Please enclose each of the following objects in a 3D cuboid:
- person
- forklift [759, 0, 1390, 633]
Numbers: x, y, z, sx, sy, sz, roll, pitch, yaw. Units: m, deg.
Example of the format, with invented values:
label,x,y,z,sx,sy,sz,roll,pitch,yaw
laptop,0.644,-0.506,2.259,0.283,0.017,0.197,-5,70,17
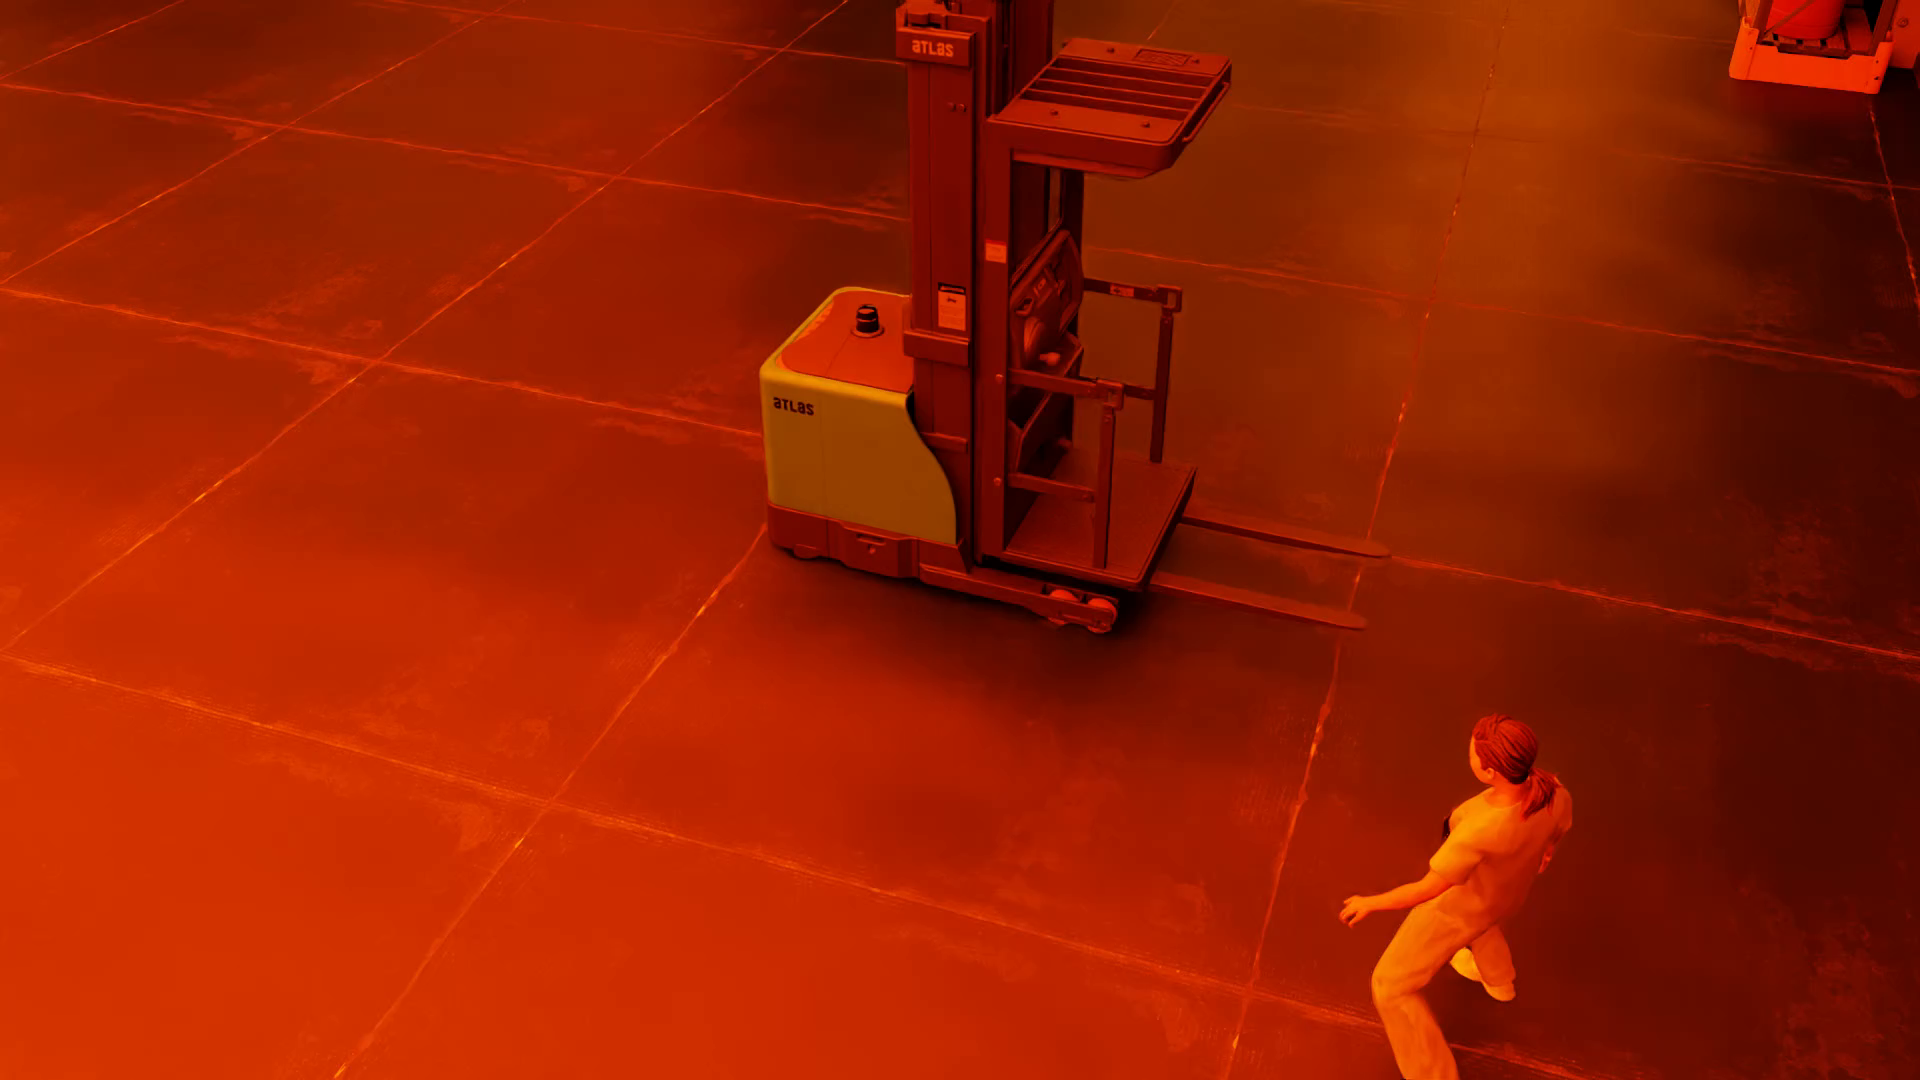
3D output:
label,x,y,z,sx,sy,sz,roll,pitch,yaw
person,1.725,1.184,5.650,0.835,1.563,0.618,-20,40,-25
forklift,0.586,-1.096,7.657,3.031,2.935,1.130,12,37,17
